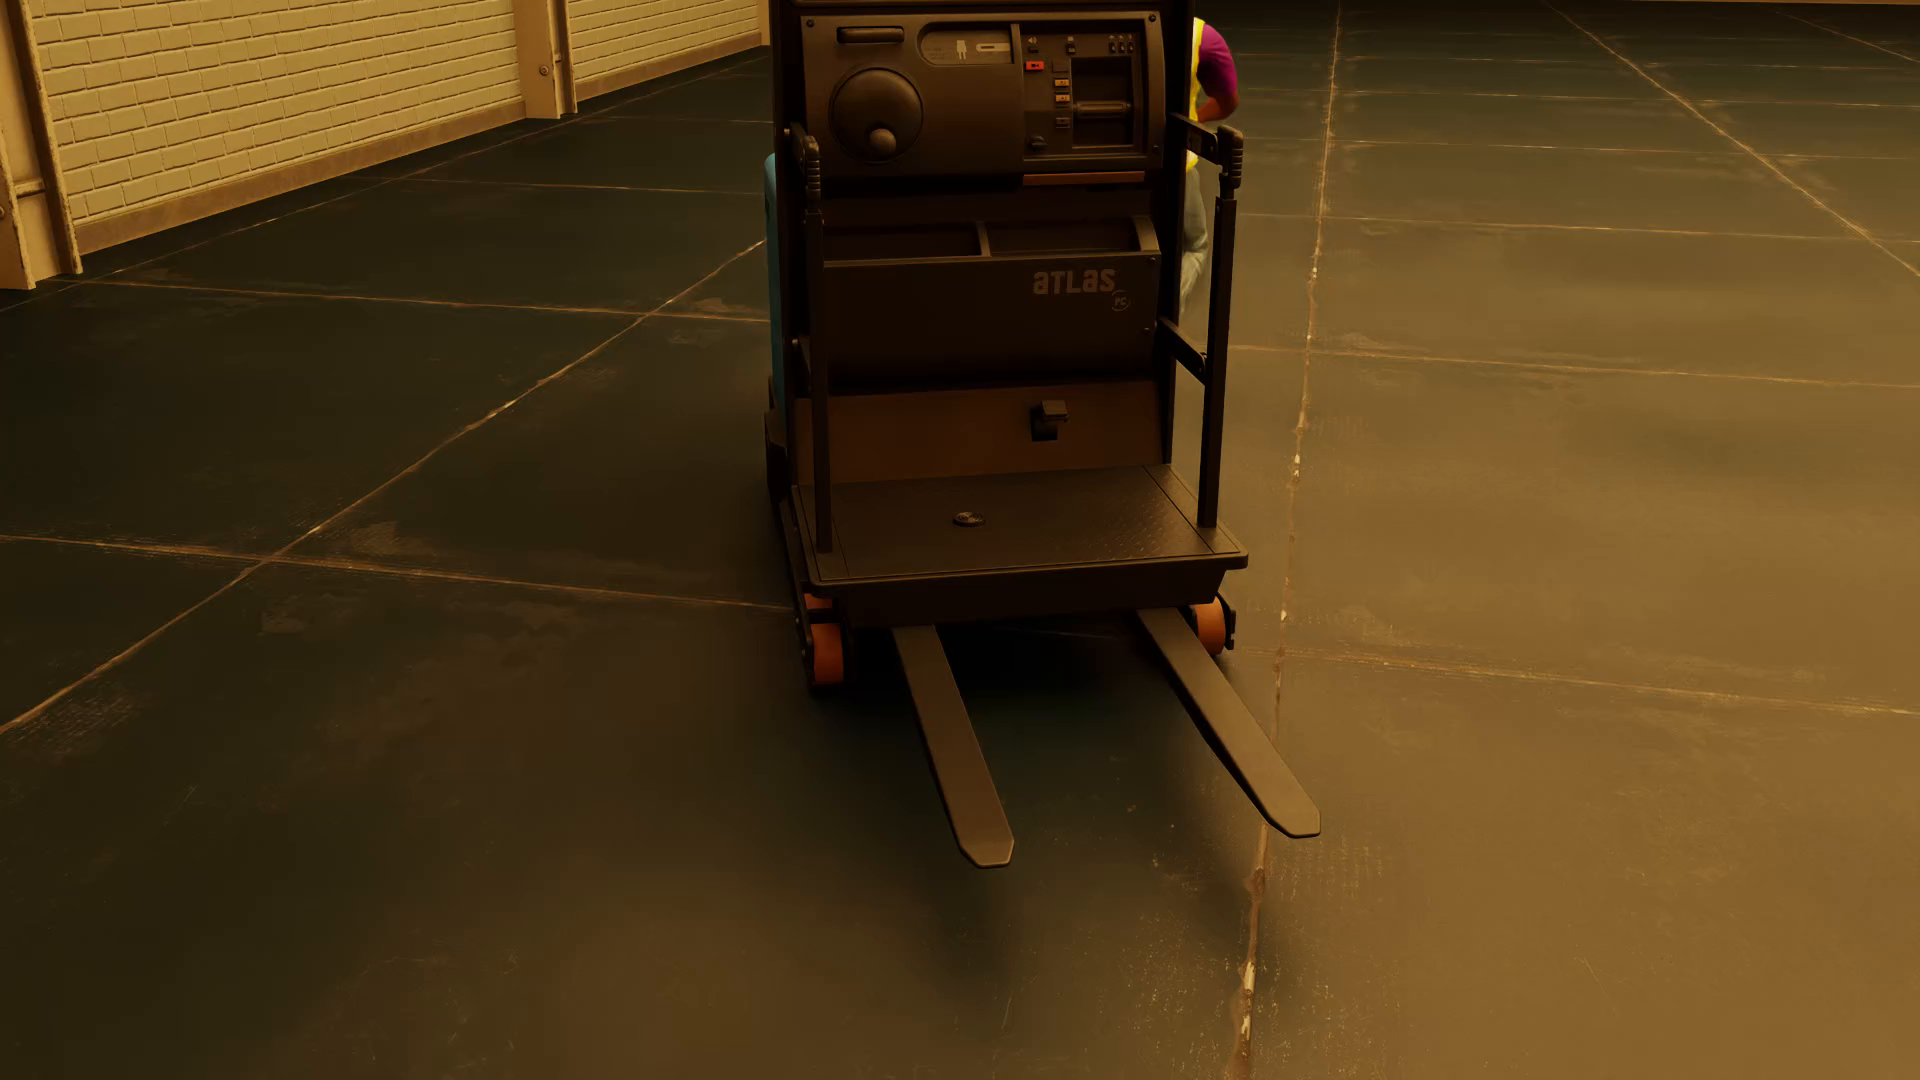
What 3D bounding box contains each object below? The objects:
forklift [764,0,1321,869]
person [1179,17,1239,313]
[{"bbox_3d":[0.104,-1.131,4.040,1.130,2.935,3.031,-4,22,-9],"label":"forklift"},{"bbox_3d":[0.727,-1.521,6.629,0.713,1.702,0.665,12,25,27],"label":"person"}]
